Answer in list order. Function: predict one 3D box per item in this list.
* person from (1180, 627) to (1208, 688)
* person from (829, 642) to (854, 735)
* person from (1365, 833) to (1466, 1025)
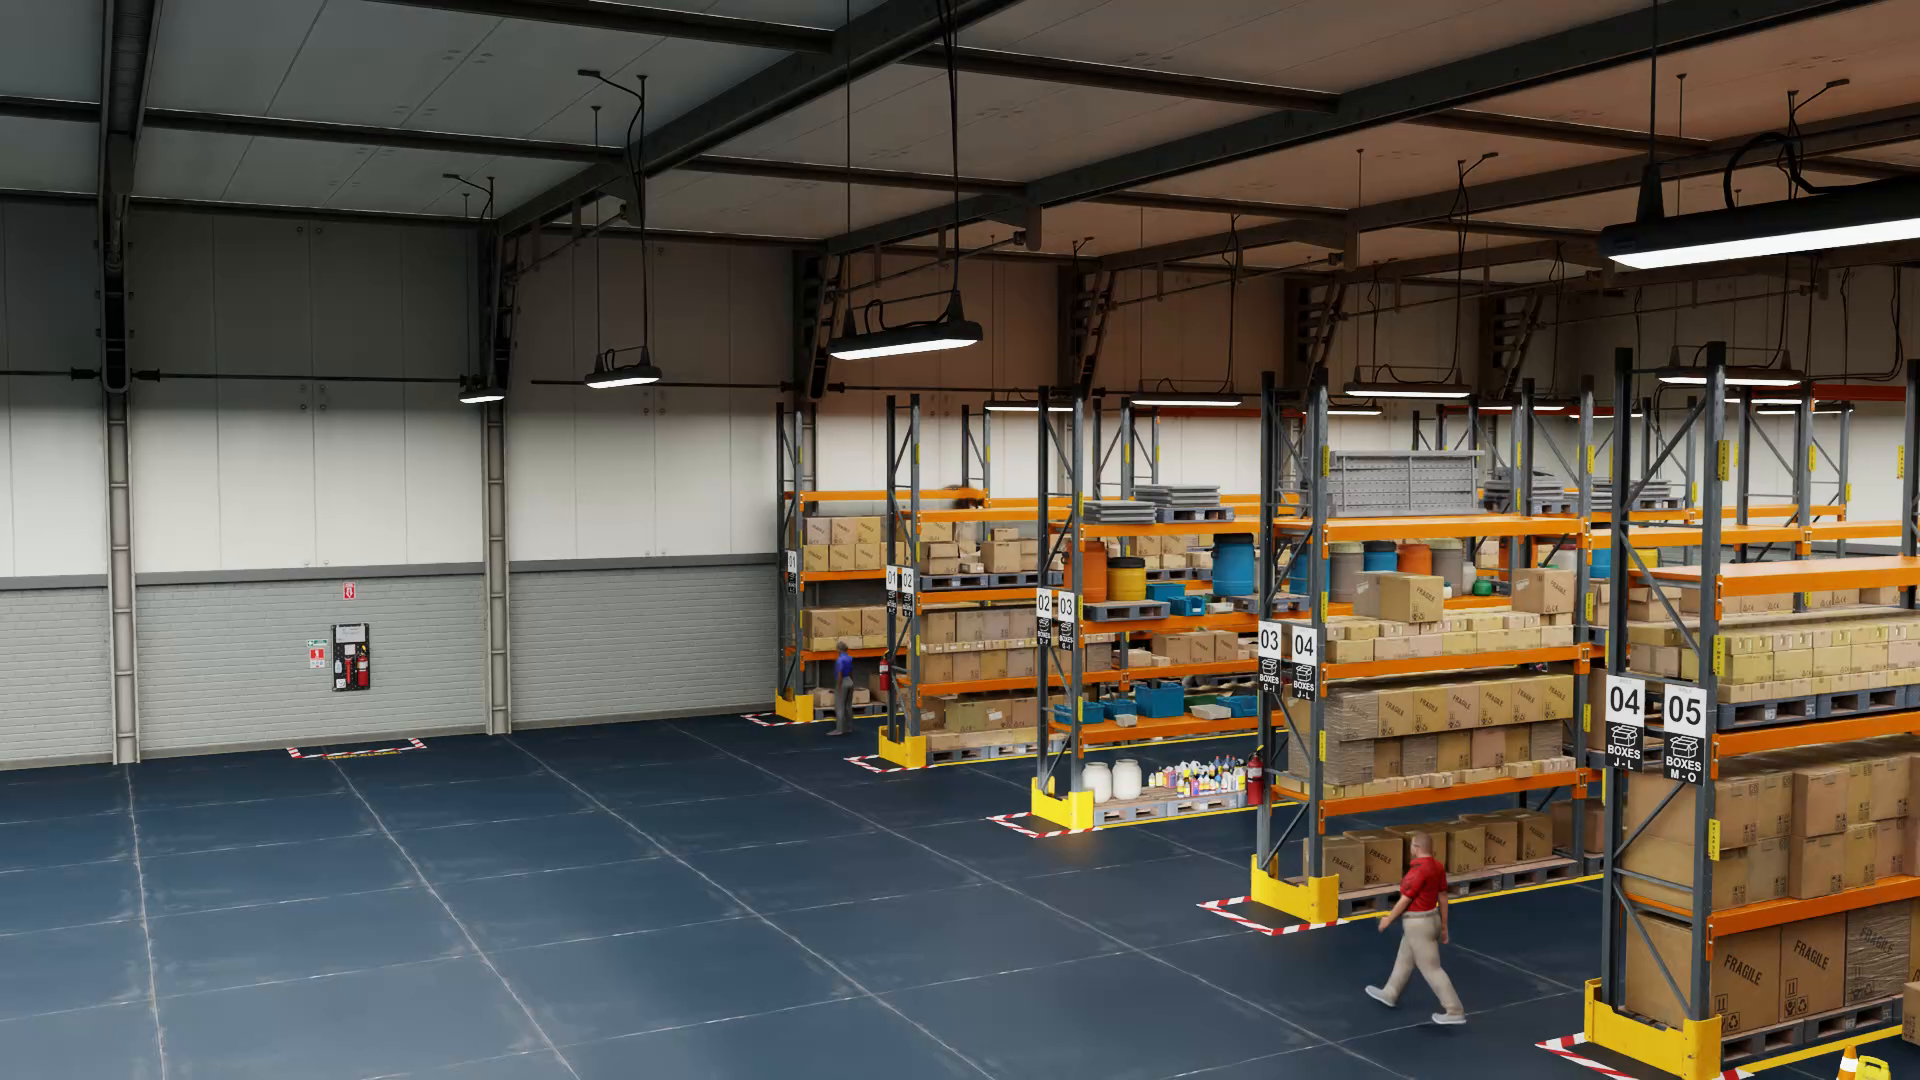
[{"bbox_3d":[4.539,2.508,32.002,0.947,1.795,0.564,-2,4,-27],"label":"person"},{"bbox_3d":[-2.123,2.650,29.846,0.385,1.654,0.548,2,4,29],"label":"person"},{"bbox_3d":[4.097,3.463,14.992,1.052,1.672,0.543,2,4,37],"label":"person"}]
